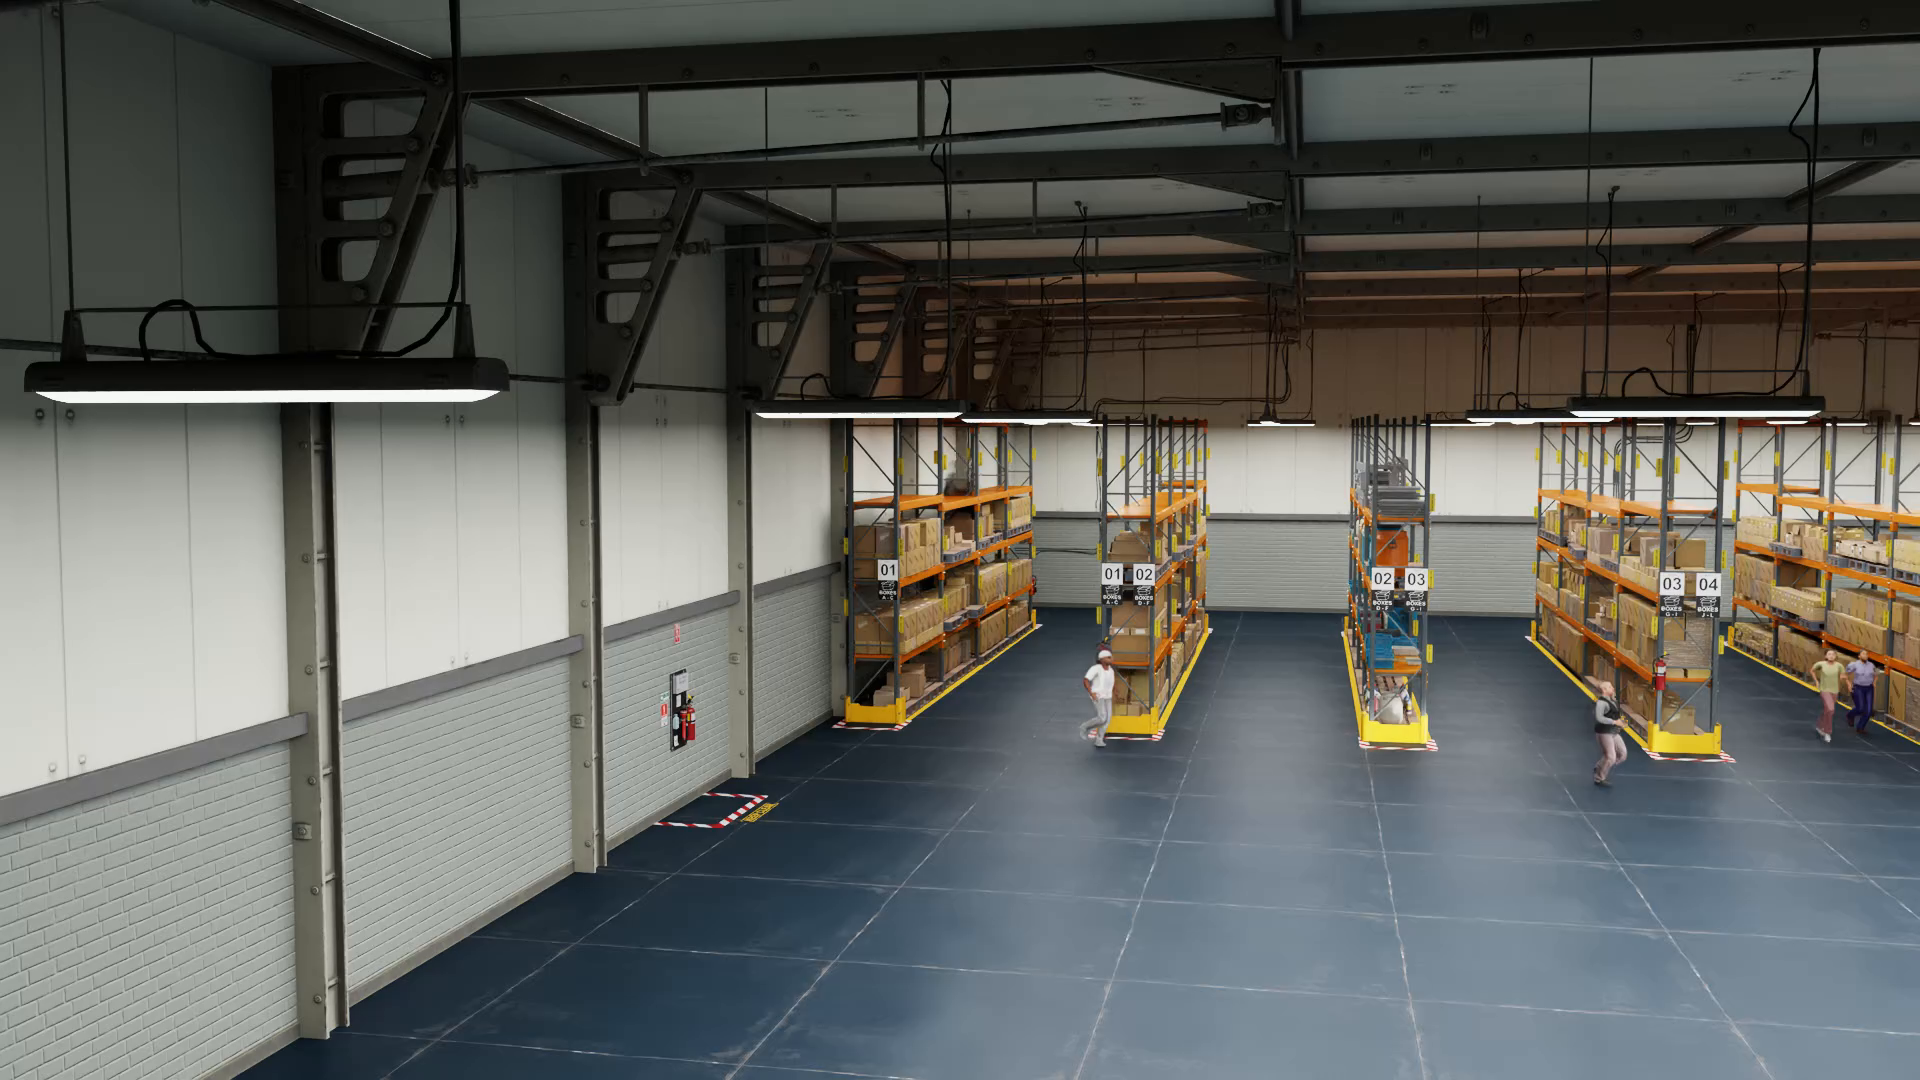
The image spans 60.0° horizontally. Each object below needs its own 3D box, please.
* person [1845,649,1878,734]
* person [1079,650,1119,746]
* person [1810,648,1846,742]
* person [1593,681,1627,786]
[{"bbox_3d":[16.967,2.852,31.260,0.607,1.592,0.547,0,4,2],"label":"person"},{"bbox_3d":[2.565,2.856,30.226,0.592,1.711,0.752,4,5,44],"label":"person"},{"bbox_3d":[16.072,2.852,30.767,0.526,1.730,0.735,0,4,3],"label":"person"},{"bbox_3d":[10.427,3.101,26.607,0.578,1.676,0.650,3,5,40],"label":"person"}]
